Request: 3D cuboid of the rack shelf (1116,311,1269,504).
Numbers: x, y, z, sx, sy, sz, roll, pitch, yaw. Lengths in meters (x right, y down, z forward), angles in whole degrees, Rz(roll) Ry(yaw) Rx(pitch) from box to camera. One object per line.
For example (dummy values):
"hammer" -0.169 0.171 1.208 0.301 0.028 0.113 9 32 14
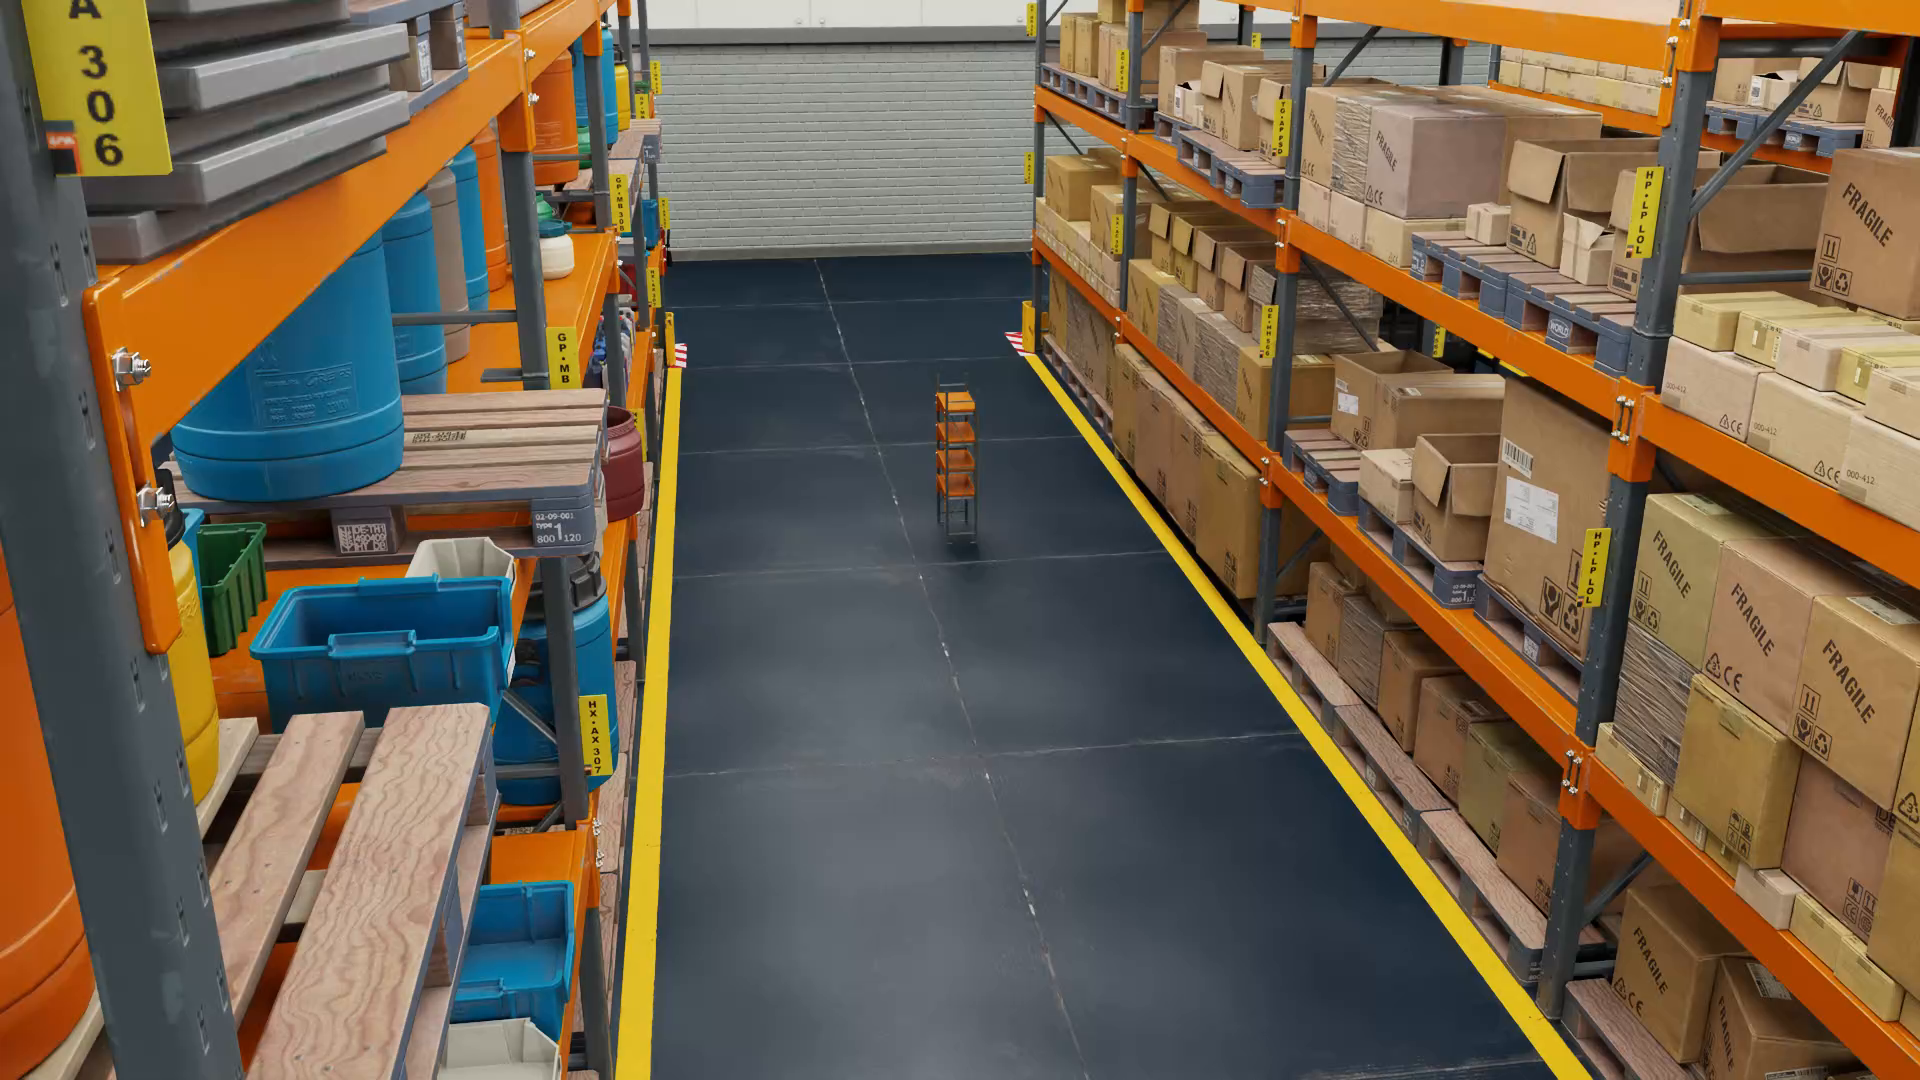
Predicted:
"rack shelf" 2.153 -1.117 12.449 1.077 0.370 4.000 -3 21 -8

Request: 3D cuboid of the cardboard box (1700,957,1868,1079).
"cardboard box" 3.126 1.936 6.219 0.500 0.500 0.500 4 21 9

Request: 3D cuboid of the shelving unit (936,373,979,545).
"shelving unit" -0.024 -0.619 12.660 0.258 1.200 0.503 -3 21 -8

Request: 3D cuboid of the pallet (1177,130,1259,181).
"pallet" 2.131 -2.686 11.603 1.003 0.211 1.213 -2 21 -5

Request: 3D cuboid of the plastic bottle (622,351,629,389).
"plastic bottle" -2.404 -1.216 11.853 0.061 0.283 0.133 -3 21 -8

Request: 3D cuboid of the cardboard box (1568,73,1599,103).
"cardboard box" 6.244 -4.374 16.067 0.500 0.250 0.500 -3 21 -8

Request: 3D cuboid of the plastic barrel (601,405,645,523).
"plastic barrel" -2.094 -0.430 9.387 0.600 0.536 0.708 -3 21 -8

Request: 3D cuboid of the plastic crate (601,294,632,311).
"plastic crate" -2.963 -1.970 13.994 0.396 0.136 0.243 -3 21 -8

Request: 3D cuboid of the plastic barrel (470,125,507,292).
"plastic barrel" -2.463 -1.597 7.803 0.600 0.830 0.708 -3 21 -8

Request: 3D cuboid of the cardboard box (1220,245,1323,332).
"cardboard box" 2.260 -1.758 11.560 0.797 0.503 0.637 -2 21 -6

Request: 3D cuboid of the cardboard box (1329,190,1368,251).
"cardboard box" 2.330 -1.743 9.024 0.500 0.250 0.500 -2 21 -6

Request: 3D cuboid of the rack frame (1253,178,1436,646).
"rack frame" 2.441 -0.762 10.469 1.000 3.000 0.127 -3 21 -8

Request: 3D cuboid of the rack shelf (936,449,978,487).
"rack shelf" -0.024 -0.556 12.683 0.258 0.148 0.480 -3 21 -8

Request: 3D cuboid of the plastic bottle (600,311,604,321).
"plastic bottle" -2.723 -1.565 12.689 0.144 0.351 0.185 -3 21 -8

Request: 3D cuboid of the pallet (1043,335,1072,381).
"pallet" 1.480 -1.952 17.642 1.003 0.211 1.213 -3 21 -8

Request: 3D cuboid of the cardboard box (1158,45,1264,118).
"cardboard box" 1.958 -3.595 13.025 0.700 0.500 0.500 -2 21 -6

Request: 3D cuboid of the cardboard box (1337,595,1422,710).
"cardboard box" 2.650 0.625 9.698 0.700 0.500 0.500 -5 21 -12

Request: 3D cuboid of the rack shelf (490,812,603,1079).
"rack shelf" -1.596 1.902 4.364 1.077 0.370 4.000 -3 21 -8

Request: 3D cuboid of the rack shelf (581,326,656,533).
"rack shelf" -2.749 -0.868 11.780 1.077 0.370 4.000 -3 21 -8

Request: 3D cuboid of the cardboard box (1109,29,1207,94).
"cardboard box" 1.692 -4.110 14.261 0.700 0.500 0.500 -4 21 -11

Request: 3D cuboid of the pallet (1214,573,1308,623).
"pallet" 2.402 0.268 11.698 1.003 0.211 1.213 -3 21 -8

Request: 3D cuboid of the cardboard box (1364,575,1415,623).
"cardboard box" 2.654 0.265 9.591 0.500 0.250 0.500 -1 20 -2

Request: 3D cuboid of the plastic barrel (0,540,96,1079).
"plastic barrel" -1.503 0.293 2.144 0.600 0.830 0.708 -3 21 -8

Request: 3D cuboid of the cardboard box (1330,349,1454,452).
"cardboard box" 2.558 -0.820 9.883 0.500 0.500 0.500 -6 21 -14

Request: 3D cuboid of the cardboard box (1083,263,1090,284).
"cardboard box" 1.347 -2.474 15.413 0.380 0.149 0.250 -3 21 -7

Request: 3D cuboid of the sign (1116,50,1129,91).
"sign" 1.315 -3.803 13.471 0.100 0.325 0.005 -3 21 -8

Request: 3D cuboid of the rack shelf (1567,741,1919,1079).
"rack shelf" 3.306 1.653 5.033 1.077 0.370 4.000 -3 21 -8

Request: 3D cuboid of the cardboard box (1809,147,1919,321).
"cardboard box" 3.335 -1.060 5.696 0.500 0.500 0.500 -4 21 -9

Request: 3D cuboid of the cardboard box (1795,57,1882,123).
"cardboard box" 6.880 -3.471 12.687 0.797 0.503 0.637 -3 21 -8

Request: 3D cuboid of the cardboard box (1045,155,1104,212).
"cardboard box" 1.162 -3.599 16.783 0.500 0.500 0.500 -3 21 -9

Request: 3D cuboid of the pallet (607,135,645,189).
"pallet" -2.661 -2.555 11.252 1.003 0.211 1.213 -3 21 -8

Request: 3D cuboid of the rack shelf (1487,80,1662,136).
"rack shelf" 6.499 -4.123 16.208 1.077 0.370 4.000 -3 21 -8

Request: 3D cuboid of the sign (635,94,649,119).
"sign" -2.492 -3.333 13.054 0.100 0.325 0.005 -3 21 -8

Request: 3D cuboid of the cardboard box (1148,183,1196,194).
"cardboard box" 1.985 -2.917 14.956 0.500 0.500 0.500 -3 21 -8

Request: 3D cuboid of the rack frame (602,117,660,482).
"rack frame" -3.037 -1.897 13.508 1.000 3.000 0.127 -3 21 -8

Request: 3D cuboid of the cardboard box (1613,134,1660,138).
"cardboard box" 6.759 -3.718 16.386 0.500 0.500 0.500 -4 21 -10

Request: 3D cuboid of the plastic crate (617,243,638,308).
"plastic crate" -2.918 -2.277 14.348 0.402 0.464 0.583 -3 21 -8

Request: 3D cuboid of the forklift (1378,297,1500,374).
"forklift" 4.204 -2.274 14.615 1.130 2.935 3.031 -3 21 -8

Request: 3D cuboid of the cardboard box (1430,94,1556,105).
"cardboard box" 2.842 -2.119 8.957 0.500 0.500 0.500 -3 21 -8

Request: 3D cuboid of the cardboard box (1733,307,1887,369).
"cardboard box" 2.865 -0.682 5.612 0.380 0.149 0.250 -4 21 -10

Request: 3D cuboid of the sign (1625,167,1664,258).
"sign" 2.469 -1.180 5.998 0.100 0.325 0.005 -3 21 -8

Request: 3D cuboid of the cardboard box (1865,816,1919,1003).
"cardboard box" 3.261 1.114 4.879 0.875 0.500 0.500 -3 21 -8

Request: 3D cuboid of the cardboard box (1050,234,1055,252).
"cardboard box" 1.127 -3.007 16.839 0.380 0.149 0.250 -3 21 -9

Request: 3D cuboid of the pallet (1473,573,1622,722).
"pallet" 3.051 0.441 7.523 1.003 0.211 1.213 -3 21 -8

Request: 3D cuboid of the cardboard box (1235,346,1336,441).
"cardboard box" 2.124 -0.967 10.875 0.500 0.500 0.500 -2 21 -6

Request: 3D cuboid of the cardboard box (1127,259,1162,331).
"cardboard box" 1.683 -2.022 13.699 0.500 0.500 0.500 -3 21 -8

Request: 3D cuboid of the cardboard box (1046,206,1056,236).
"cardboard box" 1.171 -3.241 16.897 0.500 0.250 0.500 -3 21 -8

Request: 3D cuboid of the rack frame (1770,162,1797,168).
"rack frame" 6.787 -2.362 14.753 1.000 3.000 0.127 -3 21 -8

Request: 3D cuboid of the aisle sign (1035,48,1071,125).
"aisle sign" 0.980 -4.759 17.456 0.394 0.787 0.004 -3 21 -8

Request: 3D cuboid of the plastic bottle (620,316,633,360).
"plastic bottle" -2.554 -1.508 12.537 0.144 0.351 0.185 -3 21 -8

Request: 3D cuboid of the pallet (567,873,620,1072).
"pallet" -2.035 1.909 7.303 1.003 0.211 1.213 -3 21 -8

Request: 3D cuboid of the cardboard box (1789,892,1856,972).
"cardboard box" 2.955 1.262 5.409 0.380 0.149 0.250 -3 21 -8

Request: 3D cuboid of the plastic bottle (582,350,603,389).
"plastic bottle" -2.553 -1.136 11.542 0.144 0.351 0.185 -3 21 -8

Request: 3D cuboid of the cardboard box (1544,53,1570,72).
"cardboard box" 6.154 -4.795 16.479 0.500 0.250 0.500 -3 21 -7

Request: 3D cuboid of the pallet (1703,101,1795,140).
"pallet" 6.771 -3.460 13.674 1.213 0.211 1.003 -3 21 -8
